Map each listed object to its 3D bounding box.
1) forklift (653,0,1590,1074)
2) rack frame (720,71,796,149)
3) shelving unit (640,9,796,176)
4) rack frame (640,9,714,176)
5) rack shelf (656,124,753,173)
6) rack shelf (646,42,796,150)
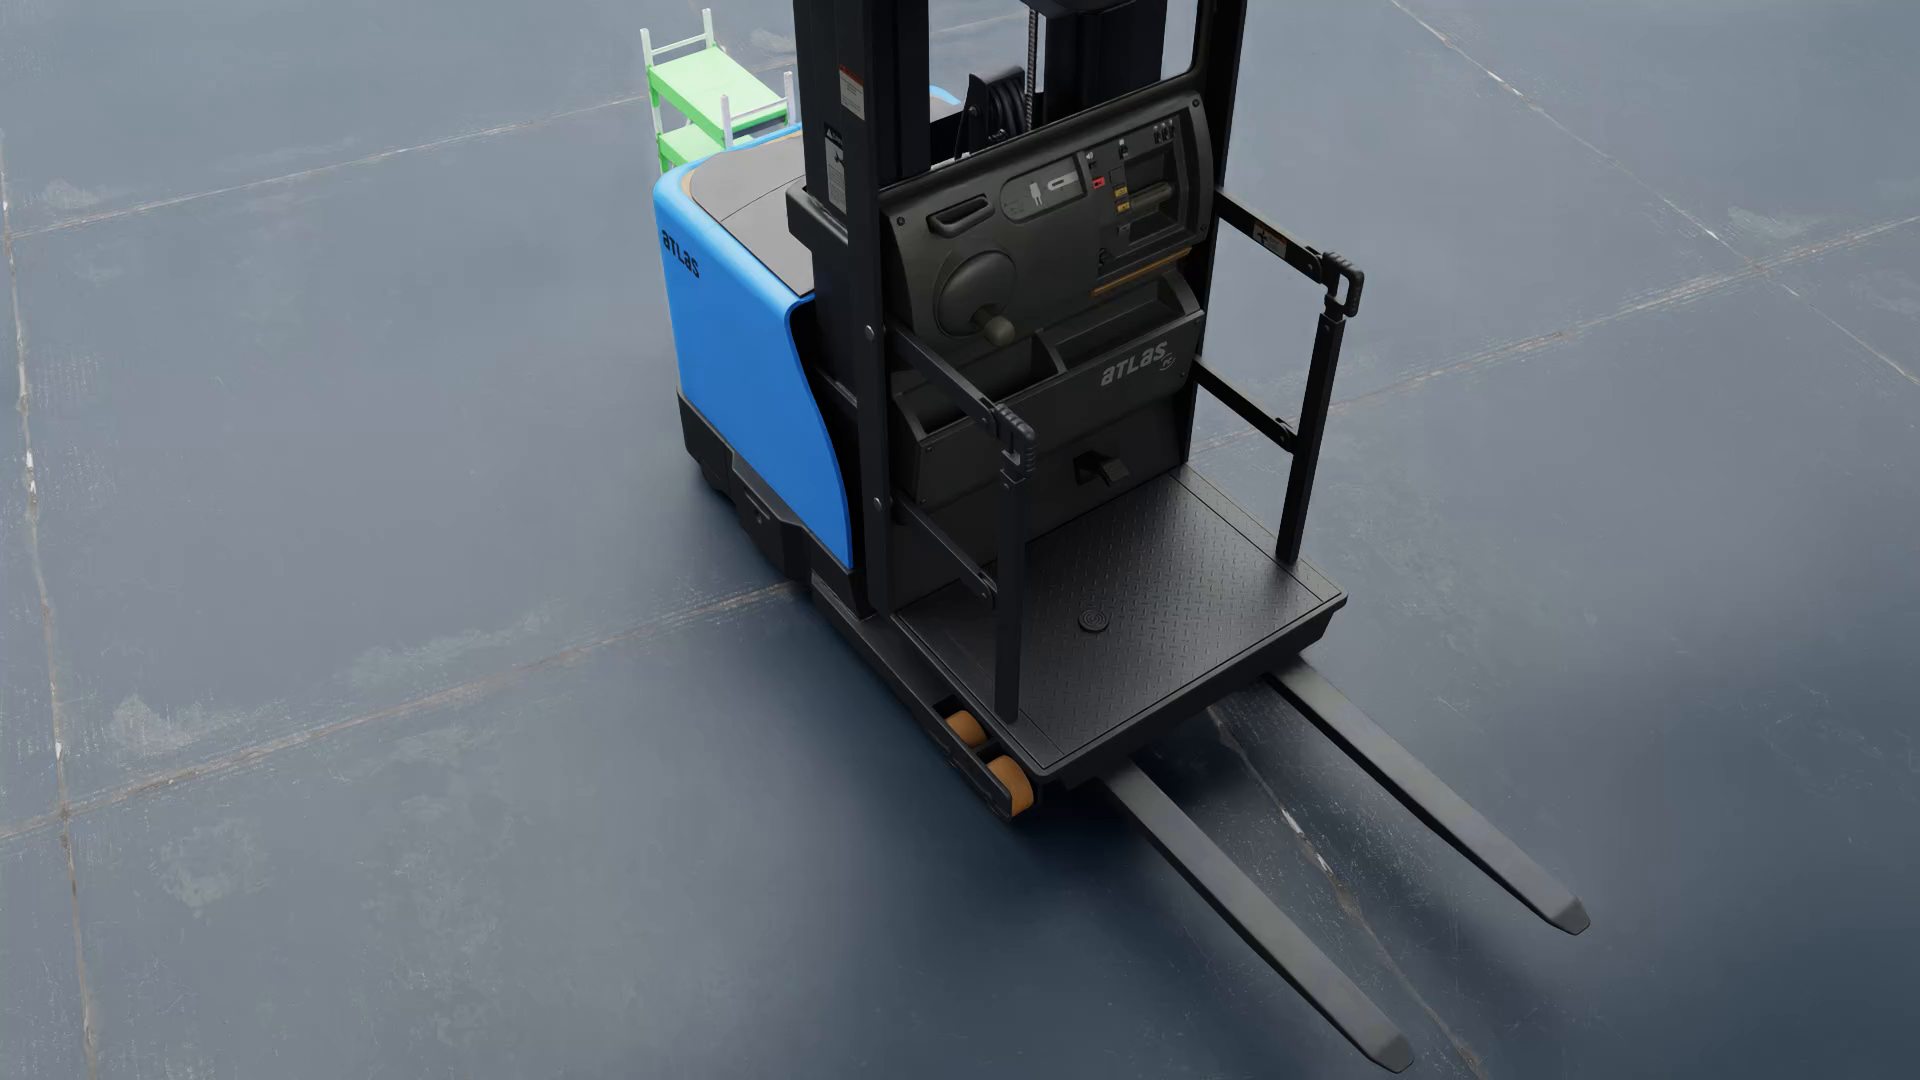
[{"bbox_3d":[0.364,-0.689,3.861,1.130,2.935,3.031,-27,51,-25],"label":"forklift"},{"bbox_3d":[-0.601,-0.917,5.325,0.240,1.200,0.015,-27,51,-25],"label":"rack frame"},{"bbox_3d":[-0.744,-1.056,5.466,0.258,1.200,0.503,-27,51,-25],"label":"shelving unit"},{"bbox_3d":[-0.886,-1.195,5.607,0.240,1.200,0.015,-27,51,-25],"label":"rack frame"},{"bbox_3d":[-0.744,-1.181,5.342,0.258,0.148,0.480,-27,51,-25],"label":"rack shelf"},{"bbox_3d":[-0.744,-1.352,5.173,0.258,0.148,0.480,-27,51,-25],"label":"rack shelf"}]
